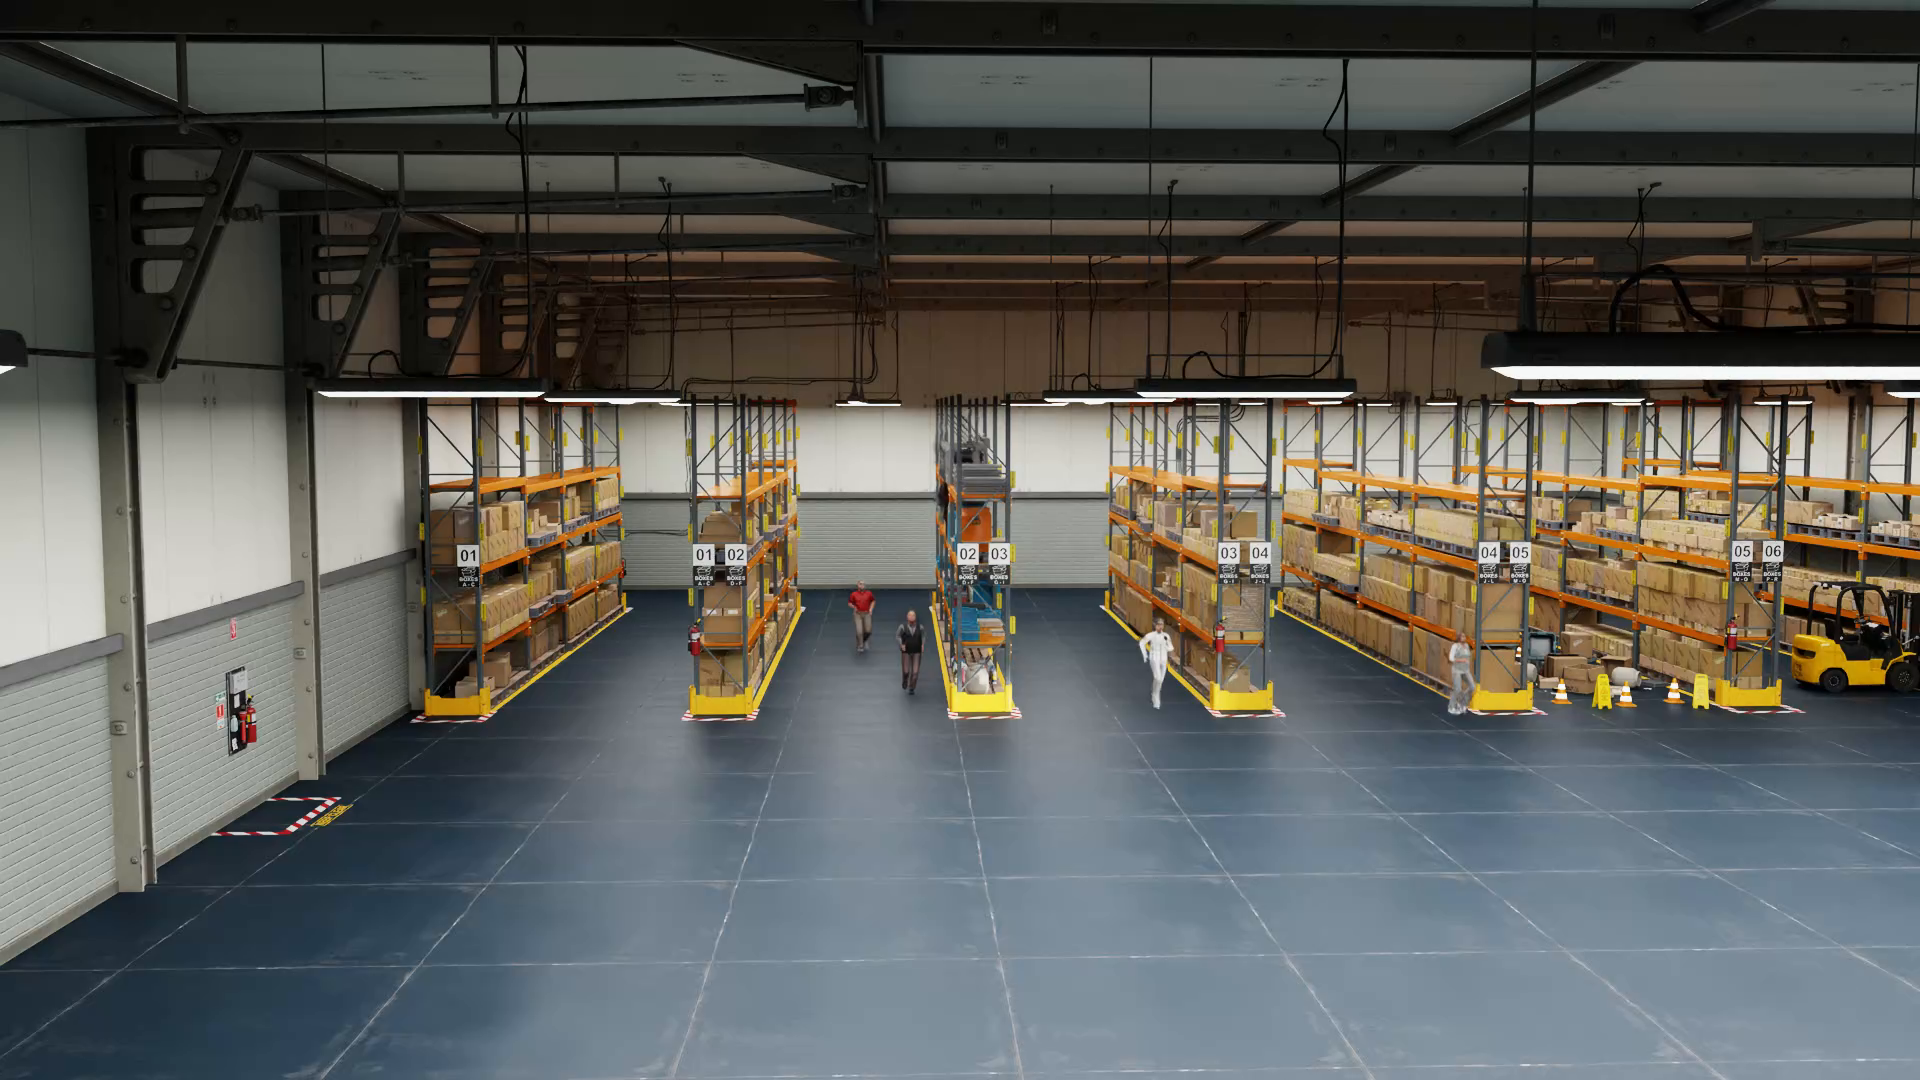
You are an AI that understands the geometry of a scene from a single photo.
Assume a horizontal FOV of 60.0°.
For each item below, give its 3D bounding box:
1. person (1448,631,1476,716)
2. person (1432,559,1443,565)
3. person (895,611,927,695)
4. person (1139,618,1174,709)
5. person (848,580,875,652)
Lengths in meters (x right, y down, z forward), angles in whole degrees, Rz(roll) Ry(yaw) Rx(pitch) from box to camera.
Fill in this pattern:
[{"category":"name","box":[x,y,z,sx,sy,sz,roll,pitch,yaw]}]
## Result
[{"category":"person","box":[9.364,2.491,31.019,0.543,1.593,0.591,-2,5,-23]},{"category":"person","box":[14.093,0.973,49.367,0.539,1.718,0.718,2,5,20]},{"category":"person","box":[-0.972,2.258,33.370,0.647,1.677,0.580,-1,5,-9]},{"category":"person","box":[3.813,2.363,32.019,0.576,1.749,0.732,-1,5,-17]},{"category":"person","box":[-2.297,1.795,39.159,0.653,1.679,0.592,-1,5,-10]}]
